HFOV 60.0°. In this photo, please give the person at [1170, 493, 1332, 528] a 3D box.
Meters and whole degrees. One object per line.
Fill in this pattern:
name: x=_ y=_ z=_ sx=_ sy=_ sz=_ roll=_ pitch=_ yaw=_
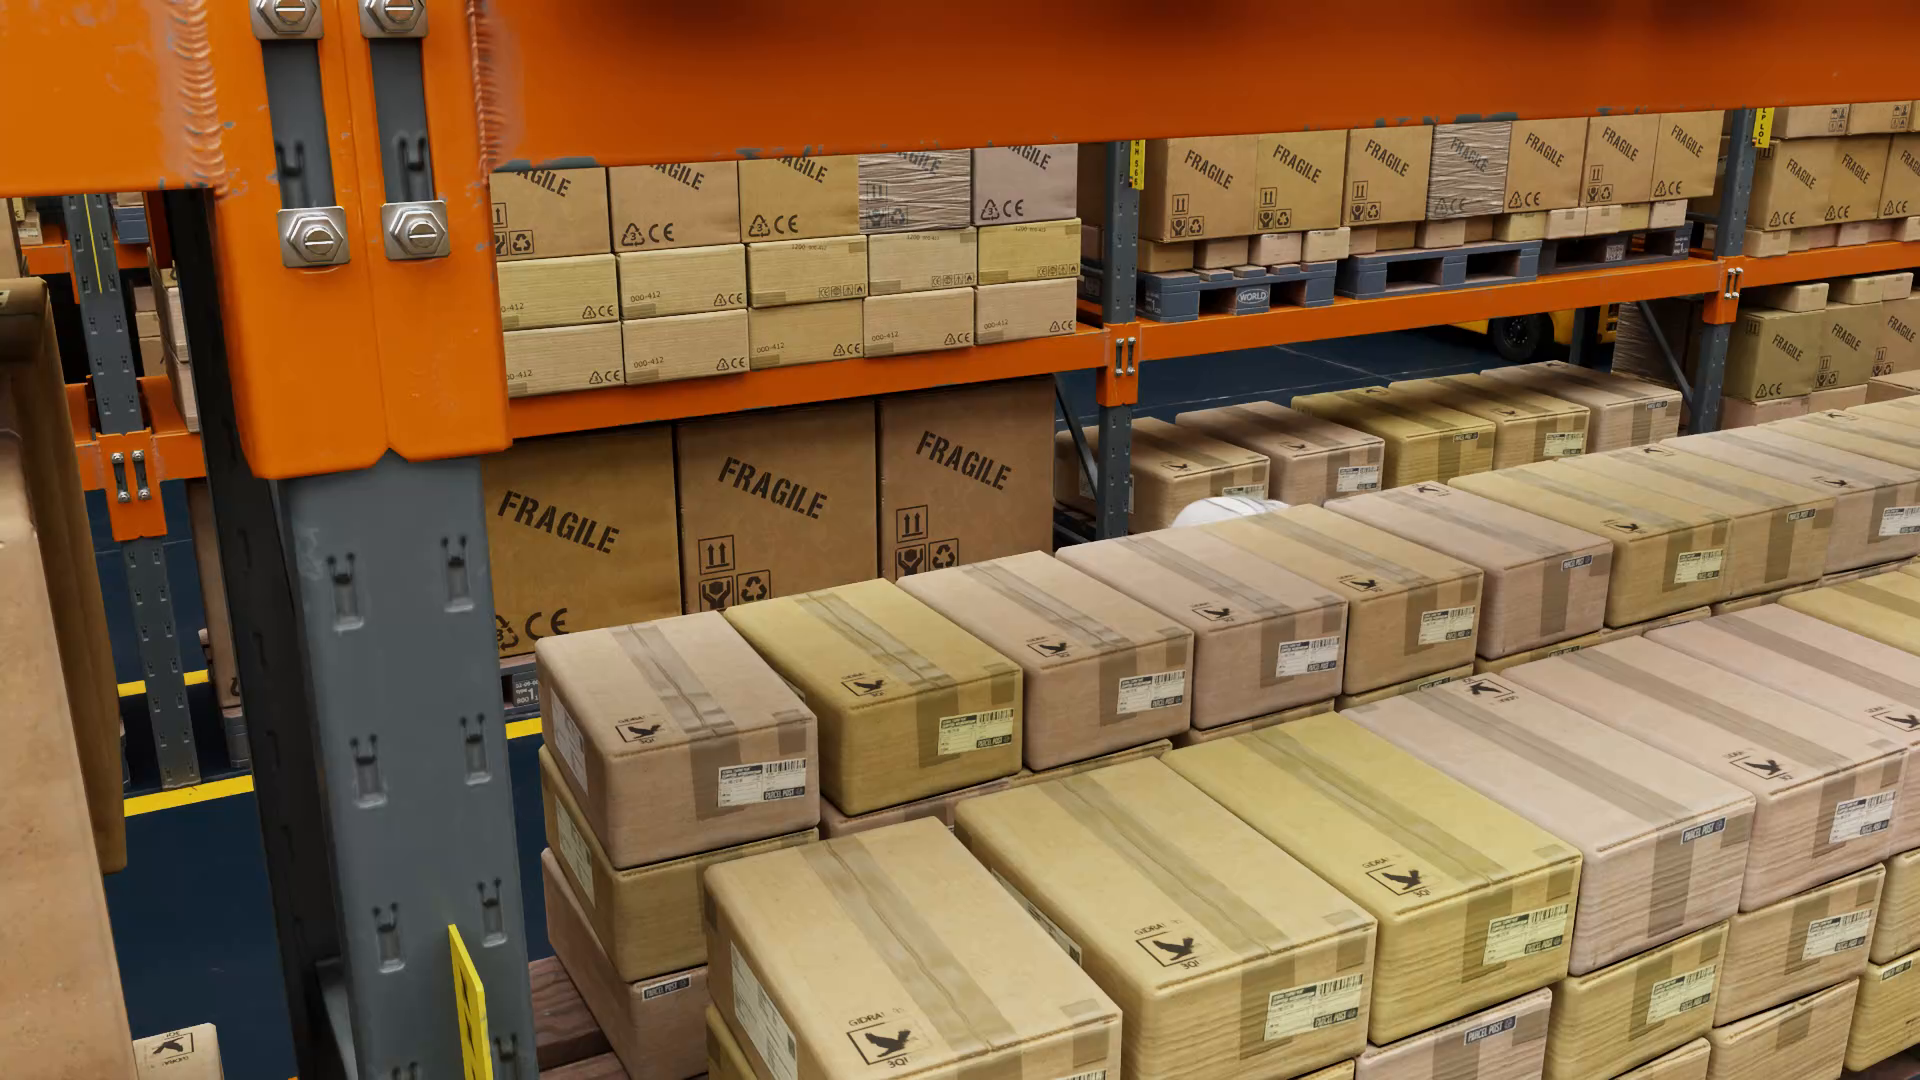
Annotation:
person: x=1.252 y=0.201 z=6.841 sx=0.897 sy=0.823 sz=0.469 roll=-11 pitch=21 yaw=-29
